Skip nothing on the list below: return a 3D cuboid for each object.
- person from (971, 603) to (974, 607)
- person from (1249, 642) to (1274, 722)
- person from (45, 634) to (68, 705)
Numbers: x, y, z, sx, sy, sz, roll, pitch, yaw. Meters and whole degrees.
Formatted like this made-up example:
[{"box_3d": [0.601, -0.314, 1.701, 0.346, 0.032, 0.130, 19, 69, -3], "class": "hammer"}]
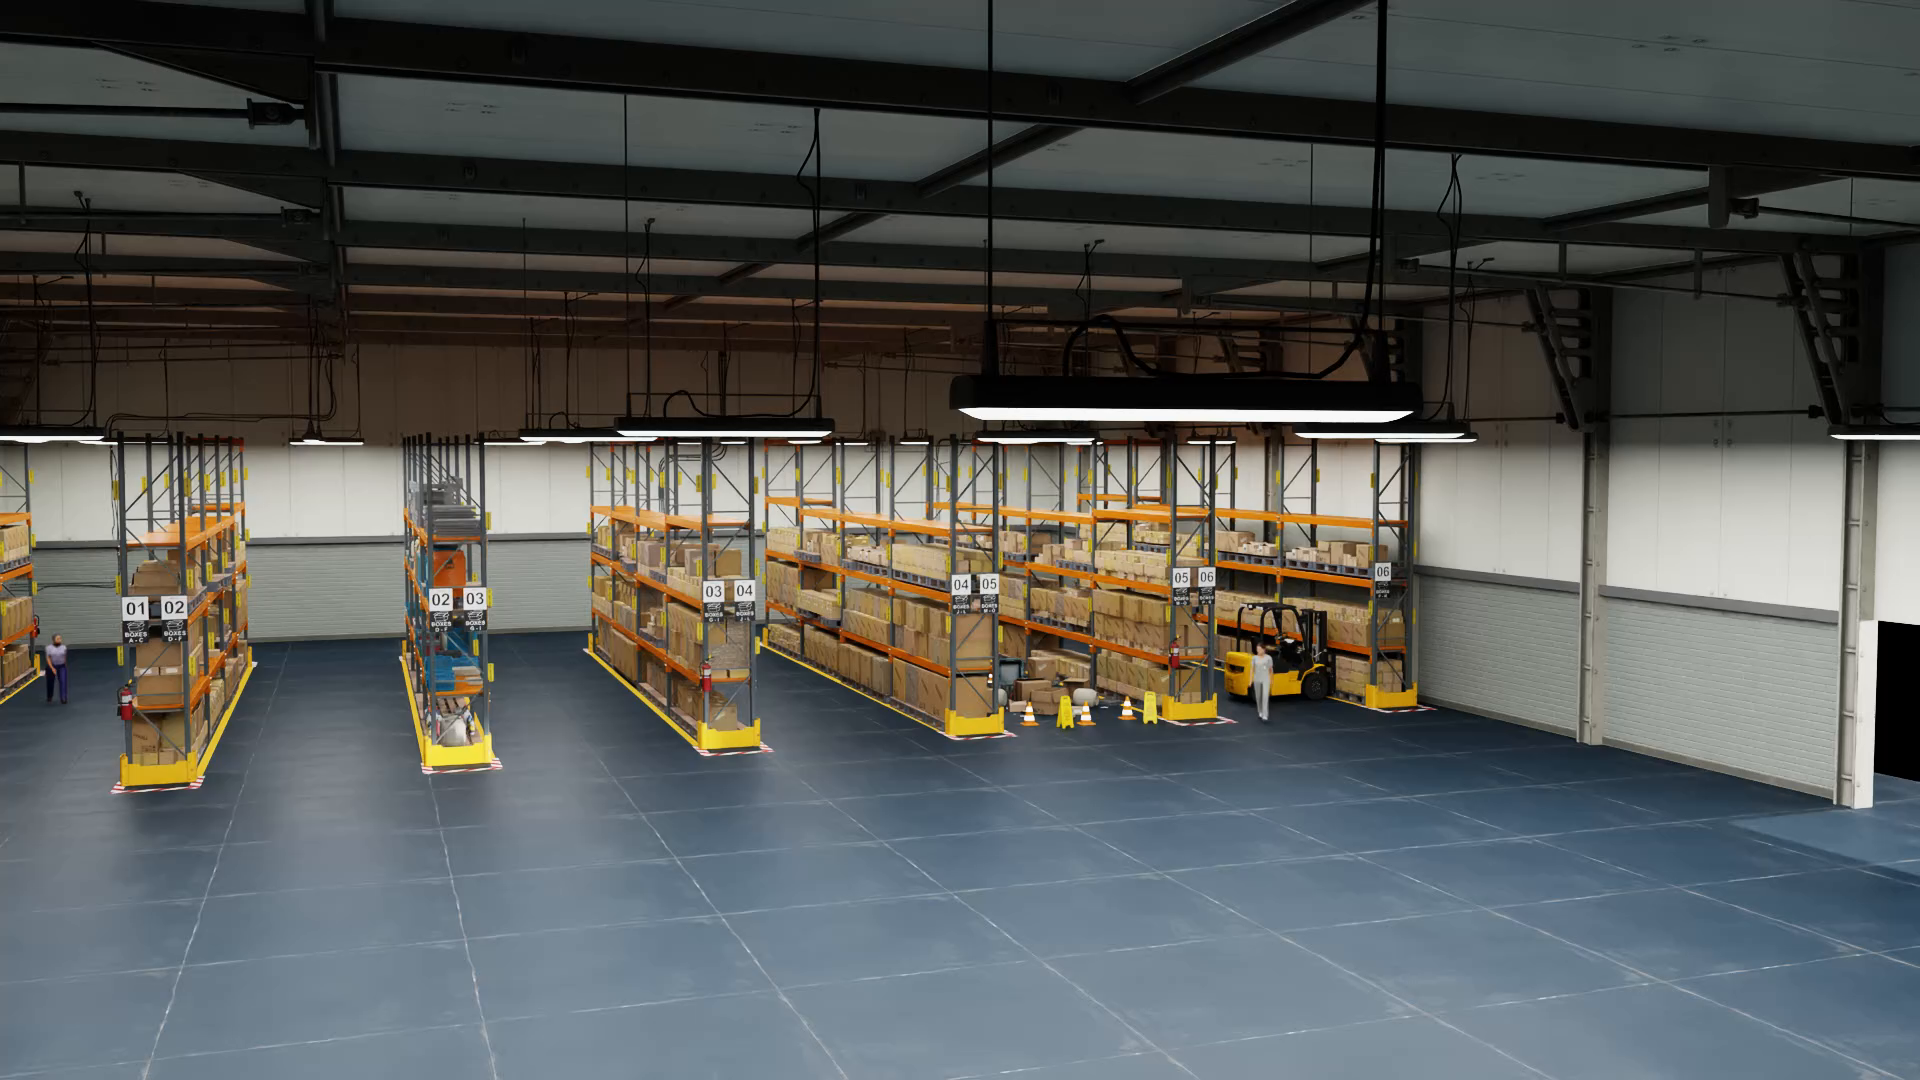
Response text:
[{"box_3d": [0.316, 2.478, 42.967, 0.577, 1.711, 0.478, -1, 3, -12], "class": "person"}, {"box_3d": [6.334, 2.965, 34.968, 0.478, 1.643, 0.904, 1, 3, 24], "class": "person"}, {"box_3d": [-20.124, 2.874, 37.059, 0.454, 1.565, 1.090, -2, 4, -38], "class": "person"}]
